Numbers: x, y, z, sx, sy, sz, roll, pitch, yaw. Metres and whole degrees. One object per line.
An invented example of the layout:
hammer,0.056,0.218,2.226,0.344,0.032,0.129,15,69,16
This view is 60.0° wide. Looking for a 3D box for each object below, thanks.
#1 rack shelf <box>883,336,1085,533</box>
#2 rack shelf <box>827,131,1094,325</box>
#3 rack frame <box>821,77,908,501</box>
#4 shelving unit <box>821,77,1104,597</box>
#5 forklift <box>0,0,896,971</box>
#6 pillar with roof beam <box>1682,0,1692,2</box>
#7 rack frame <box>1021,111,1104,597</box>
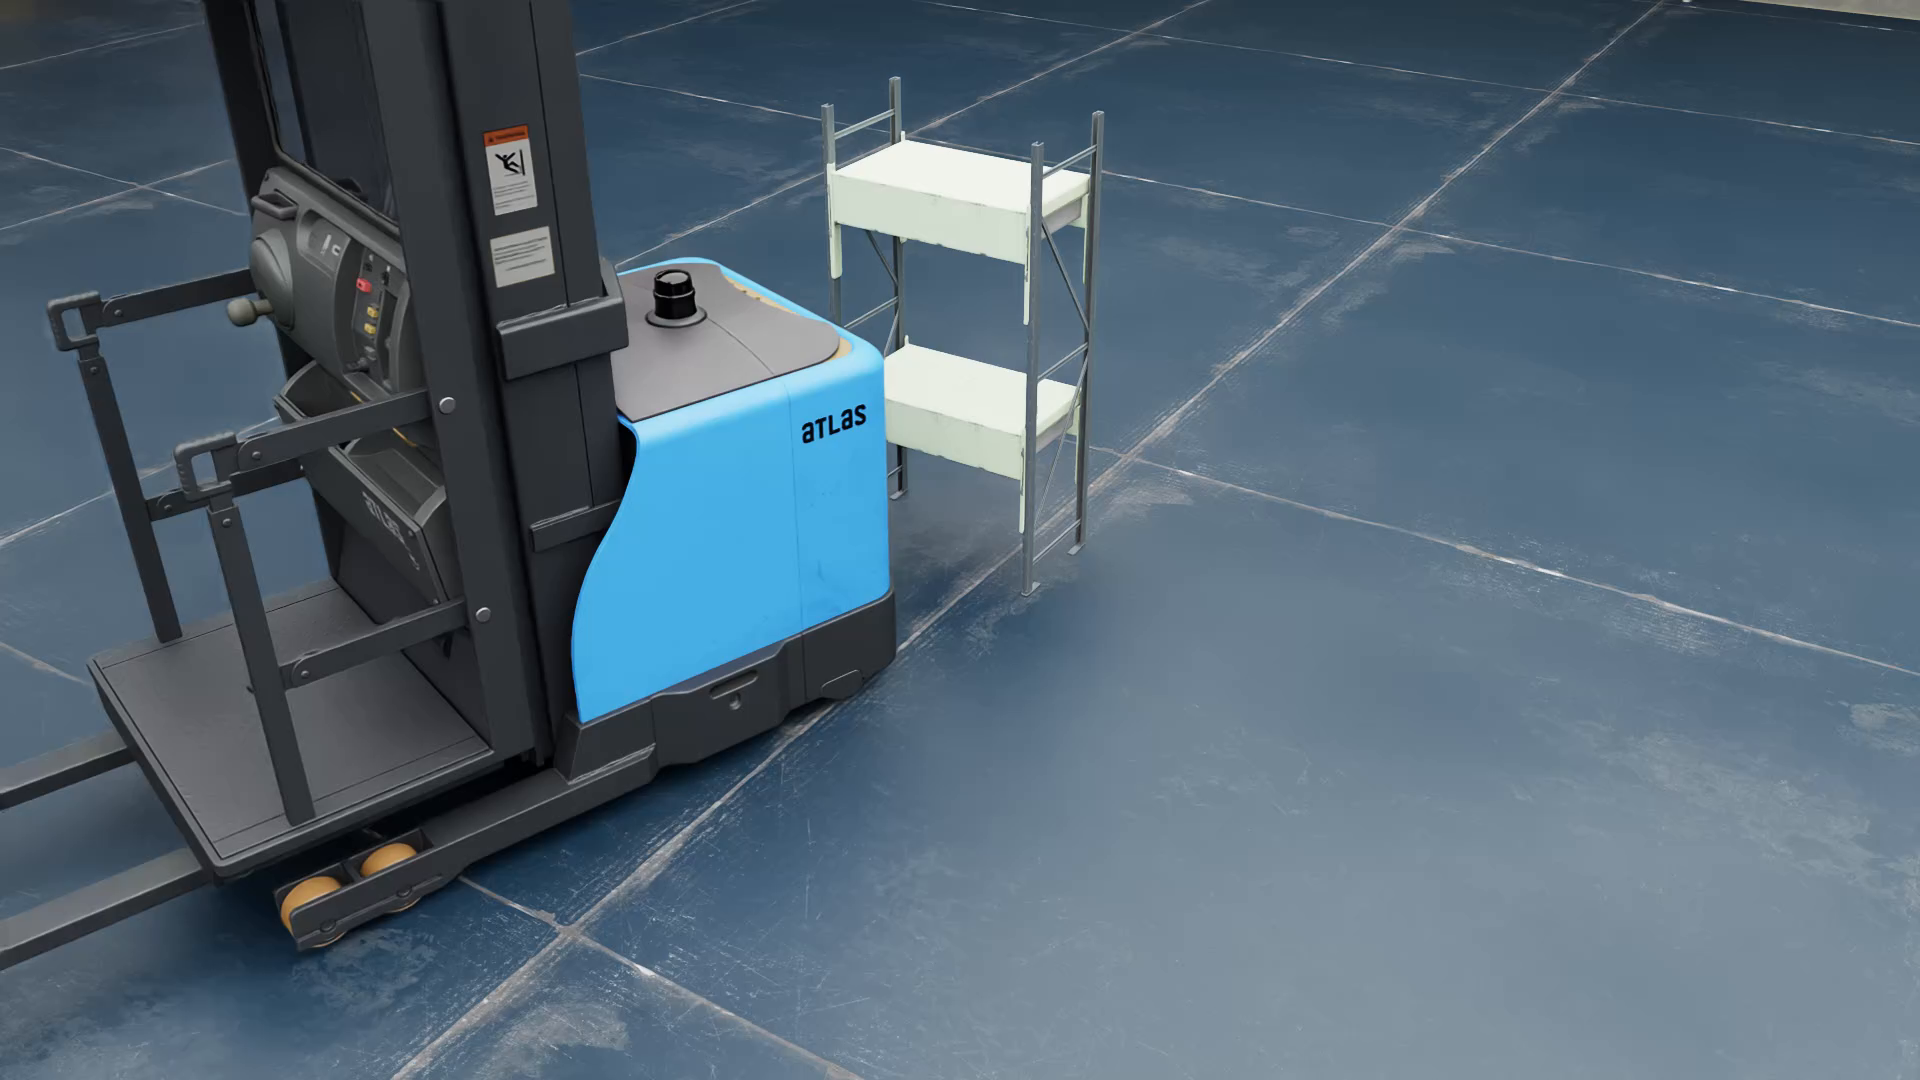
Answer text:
rack shelf,0.006,-0.364,5.533,0.720,0.370,0.431,18,35,27
rack shelf,0.006,-0.983,5.172,0.720,0.370,0.431,18,35,27
rack frame,-0.304,-0.744,5.537,0.023,1.500,0.400,18,35,27
shelving unit,0.006,-0.646,5.369,0.755,1.500,0.431,18,35,27
forklift,-1.655,-0.577,3.830,3.031,2.935,1.130,-22,37,-33
pillar with roof beam,3.291,-6.341,7.690,0.400,9.000,9.100,18,35,27
rack frame,0.316,-0.548,5.201,0.023,1.500,0.400,18,35,27
